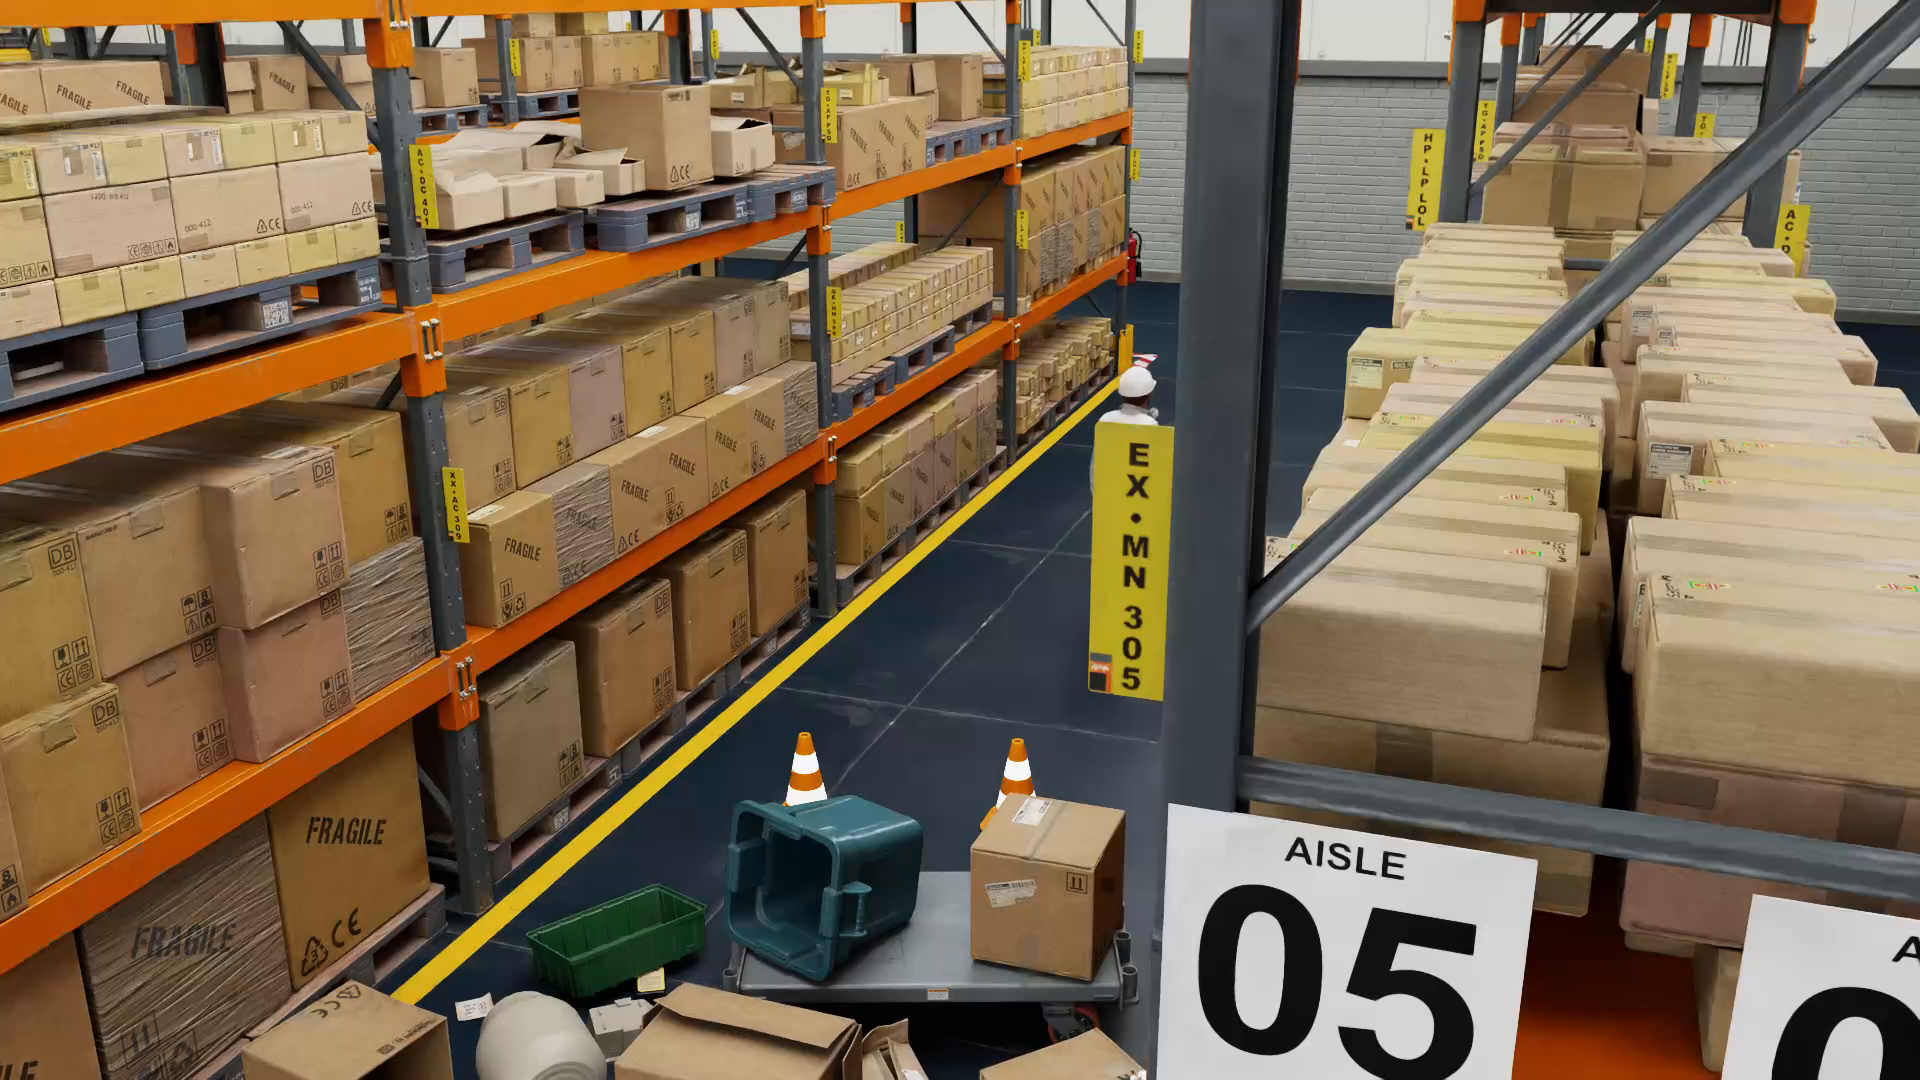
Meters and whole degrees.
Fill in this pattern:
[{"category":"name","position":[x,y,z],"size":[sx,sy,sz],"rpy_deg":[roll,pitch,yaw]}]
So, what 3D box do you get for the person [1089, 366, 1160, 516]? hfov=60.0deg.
[{"category":"person","position":[1.085,-0.278,10.803],"size":[0.709,1.754,0.711],"rpy_deg":[-17,25,-42]}]
